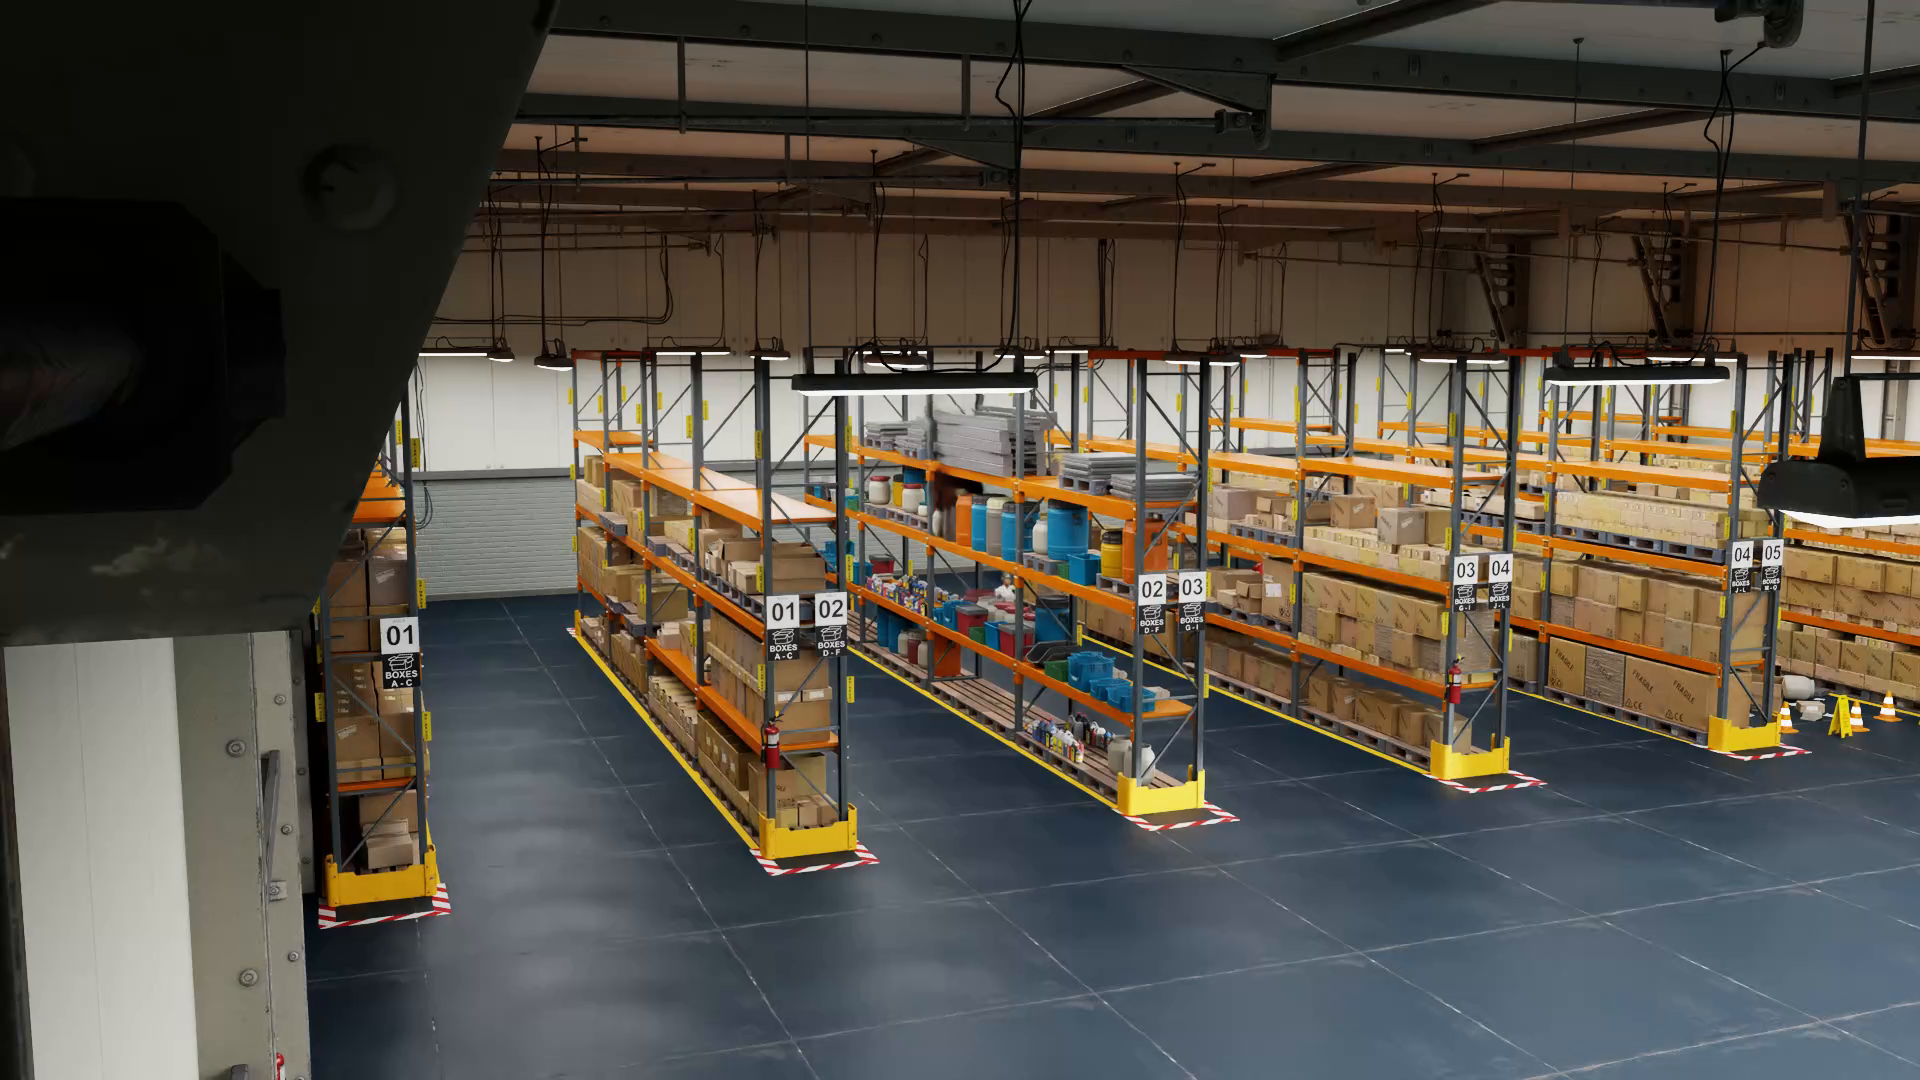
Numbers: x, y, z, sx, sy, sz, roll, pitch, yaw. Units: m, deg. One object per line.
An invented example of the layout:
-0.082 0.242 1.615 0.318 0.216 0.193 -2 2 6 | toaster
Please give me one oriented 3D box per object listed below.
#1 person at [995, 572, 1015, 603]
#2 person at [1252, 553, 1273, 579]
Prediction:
0.903 1.437 32.798 0.606 1.654 0.599 -3 8 -22 | person
6.522 1.114 35.146 0.641 1.762 0.878 -2 7 -16 | person
